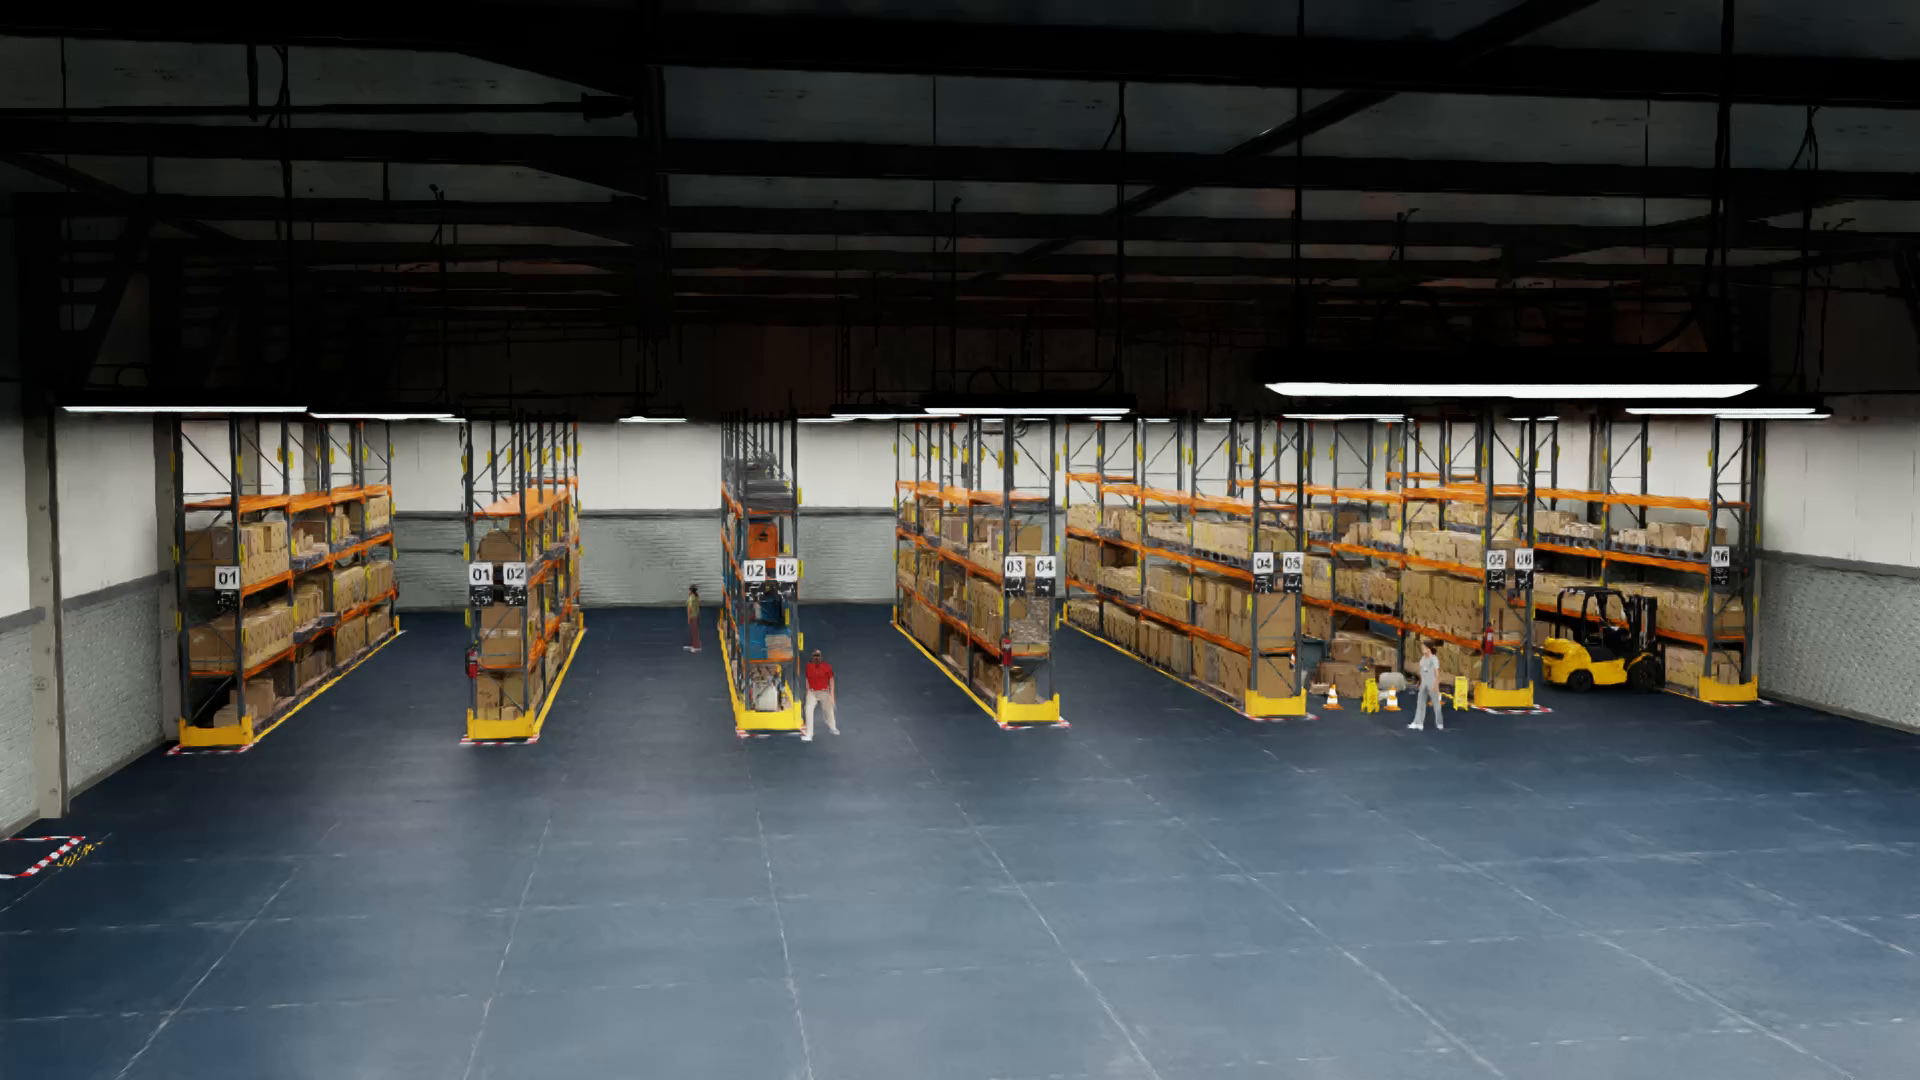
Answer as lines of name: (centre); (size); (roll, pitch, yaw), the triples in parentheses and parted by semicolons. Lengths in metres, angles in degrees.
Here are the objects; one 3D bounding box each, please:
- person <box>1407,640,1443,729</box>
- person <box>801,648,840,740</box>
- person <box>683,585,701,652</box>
person: (8.775, 2.711, 31.221); (0.621, 1.666, 0.578); (-2, 5, -30)
person: (-2.544, 2.781, 30.207); (0.585, 1.665, 0.963); (1, 4, 11)
person: (-6.747, 1.952, 41.883); (0.564, 1.666, 0.560); (1, 4, 14)
